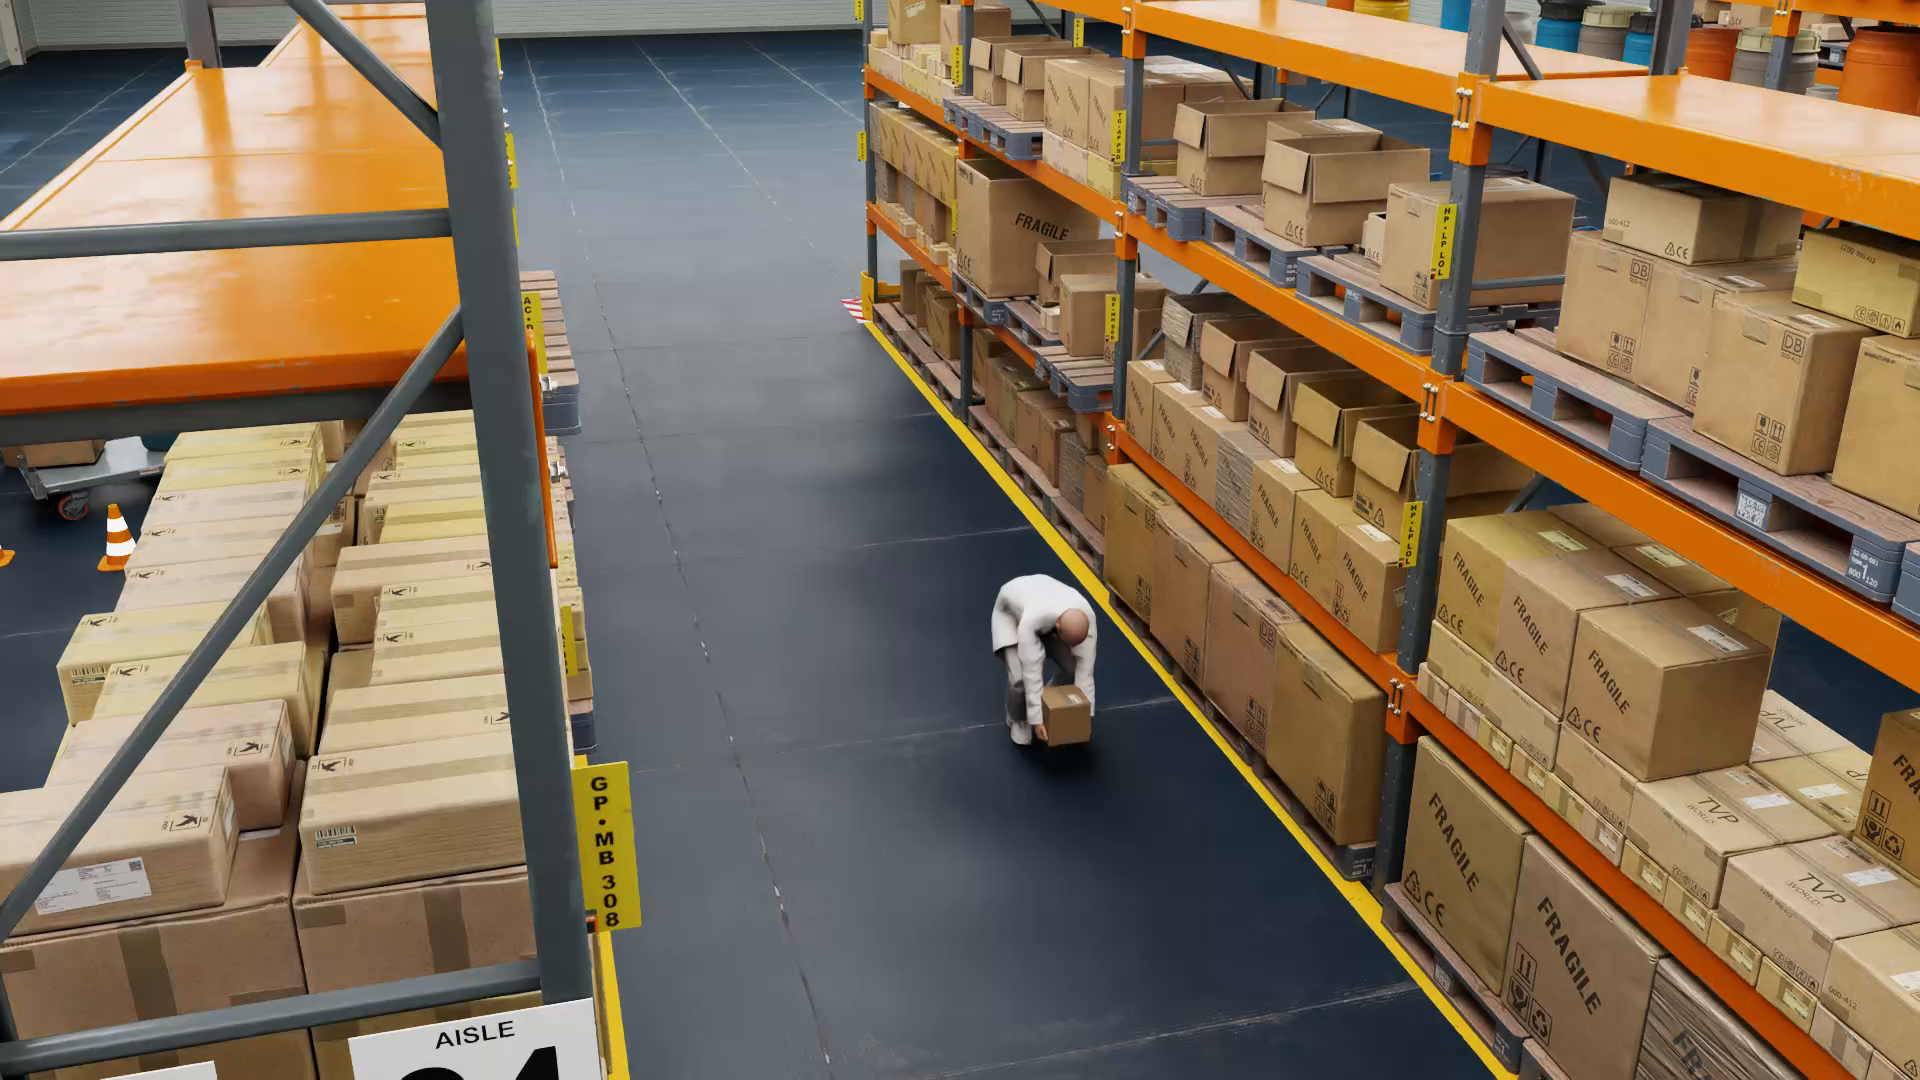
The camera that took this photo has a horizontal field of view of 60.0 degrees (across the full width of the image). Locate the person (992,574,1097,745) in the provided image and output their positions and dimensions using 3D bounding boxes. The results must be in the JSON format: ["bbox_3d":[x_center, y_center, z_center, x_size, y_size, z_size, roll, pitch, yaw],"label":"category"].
[{"bbox_3d":[0.515,0.741,9.891,0.590,1.028,0.942,-7,24,-17],"label":"person"}]
